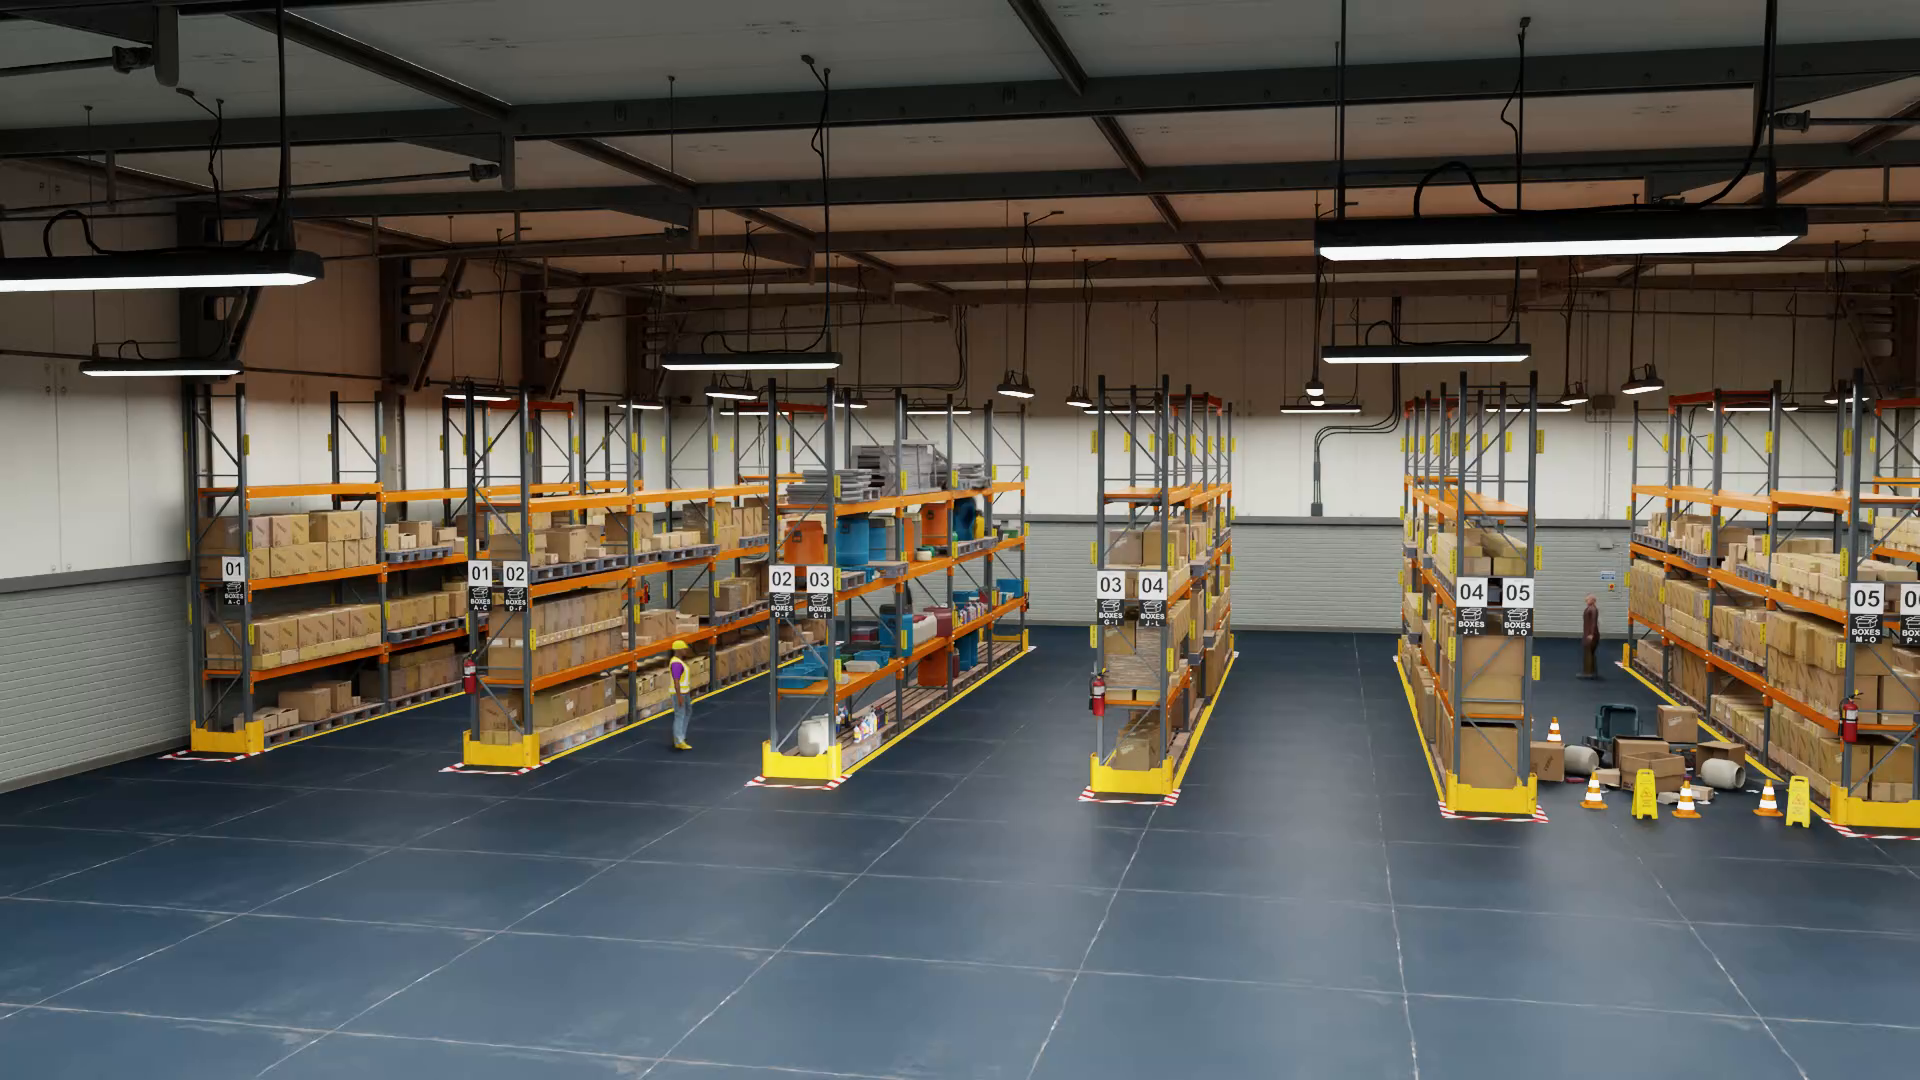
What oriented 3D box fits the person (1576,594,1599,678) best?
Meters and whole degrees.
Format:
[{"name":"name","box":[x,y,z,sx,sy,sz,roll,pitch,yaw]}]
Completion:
[{"name":"person","box":[13.616,2.066,35.986,0.436,1.778,0.619,2,4,35]}]

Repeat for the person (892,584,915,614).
[{"name":"person","box":[-1.381,1.833,42.432,0.543,1.530,0.654,2,4,37]}]

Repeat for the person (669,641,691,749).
[{"name":"person","box":[-4.619,2.584,27.501,0.402,1.842,0.630,0,3,3]}]
